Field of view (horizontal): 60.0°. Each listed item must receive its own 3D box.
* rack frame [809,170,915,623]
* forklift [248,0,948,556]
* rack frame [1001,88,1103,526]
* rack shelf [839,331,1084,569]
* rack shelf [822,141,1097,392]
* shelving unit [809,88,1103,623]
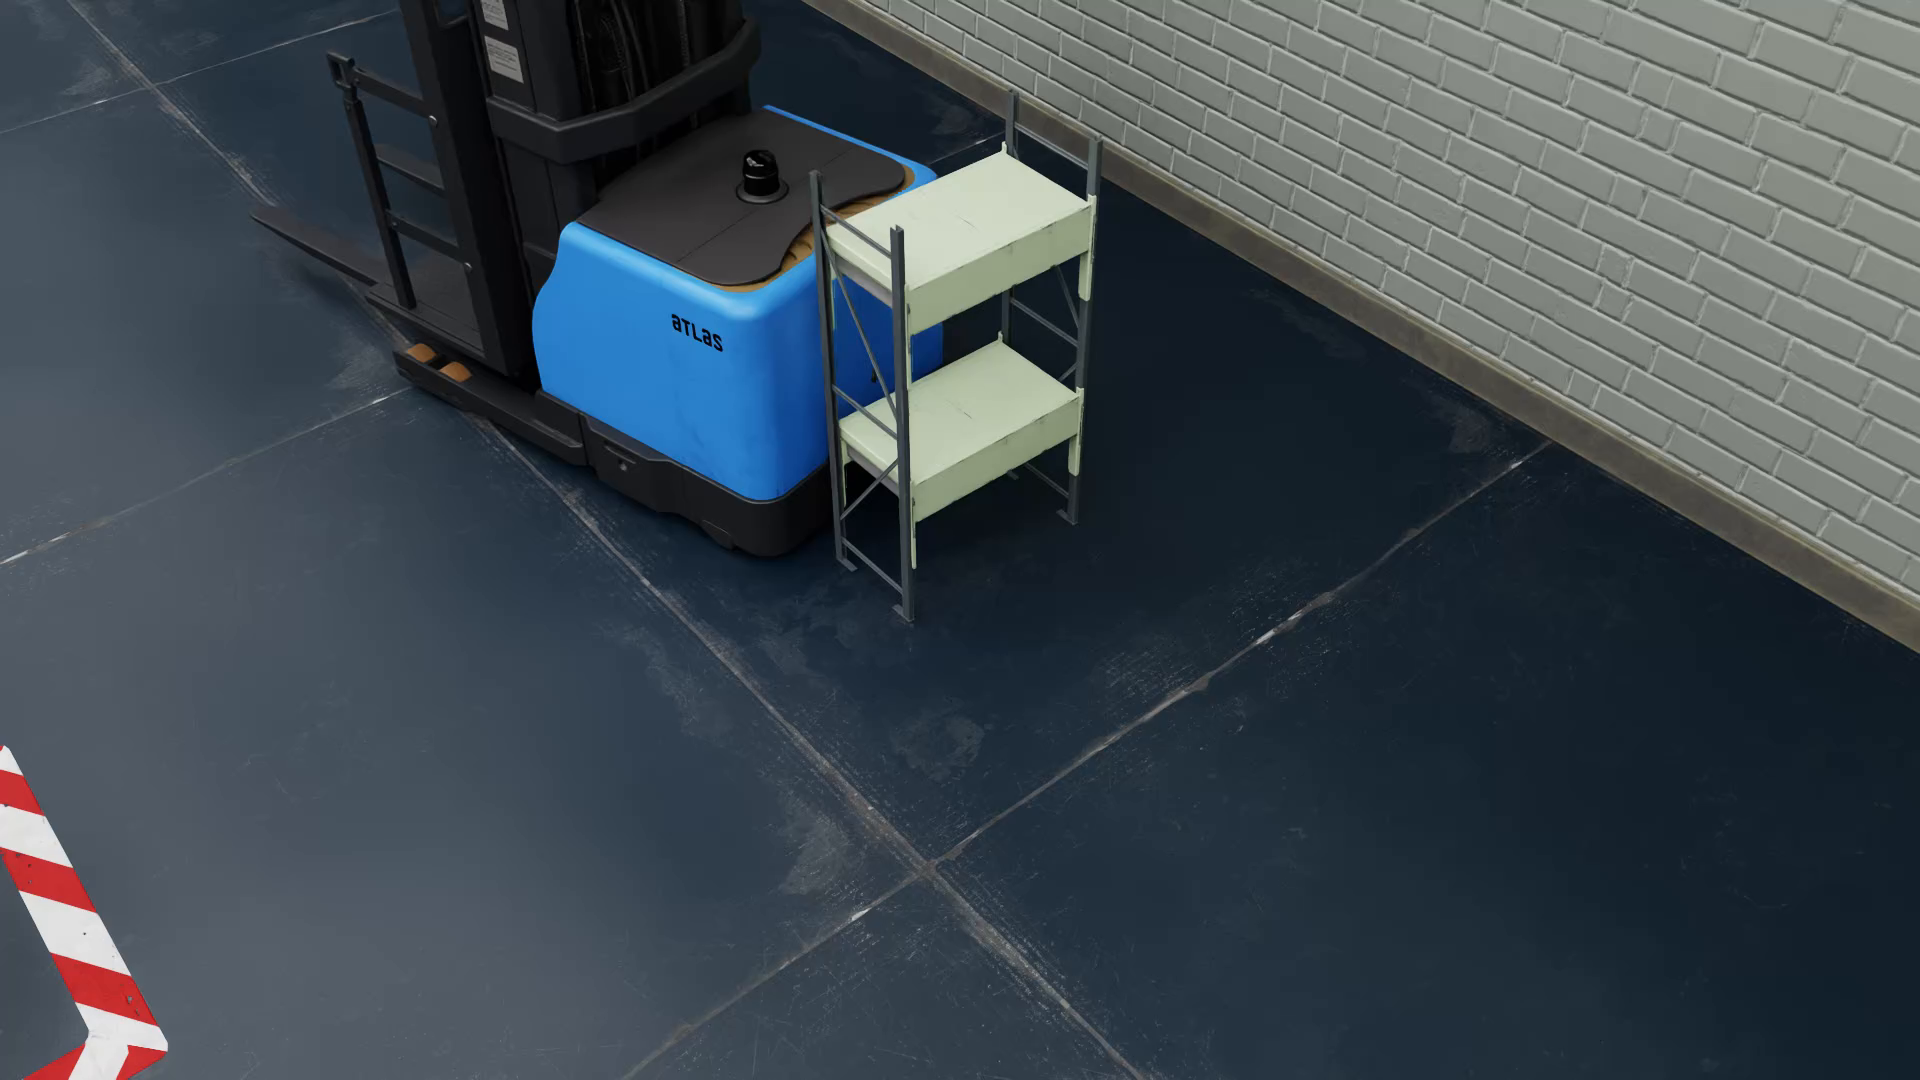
[{"bbox_3d":[-0.286,-0.383,5.062,0.023,1.500,0.400,-30,51,-28],"label":"rack frame"},{"bbox_3d":[-1.531,-1.836,5.564,3.031,2.935,1.130,27,49,26],"label":"forklift"},{"bbox_3d":[0.276,-0.705,5.405,0.023,1.500,0.400,-30,51,-28],"label":"rack frame"},{"bbox_3d":[-0.005,-0.306,5.457,0.720,0.370,0.431,-30,51,-28],"label":"rack shelf"},{"bbox_3d":[-0.005,-0.828,4.966,0.720,0.370,0.431,-30,51,-28],"label":"rack shelf"},{"bbox_3d":[-0.005,-0.544,5.233,0.755,1.500,0.431,-30,51,-28],"label":"shelving unit"}]
